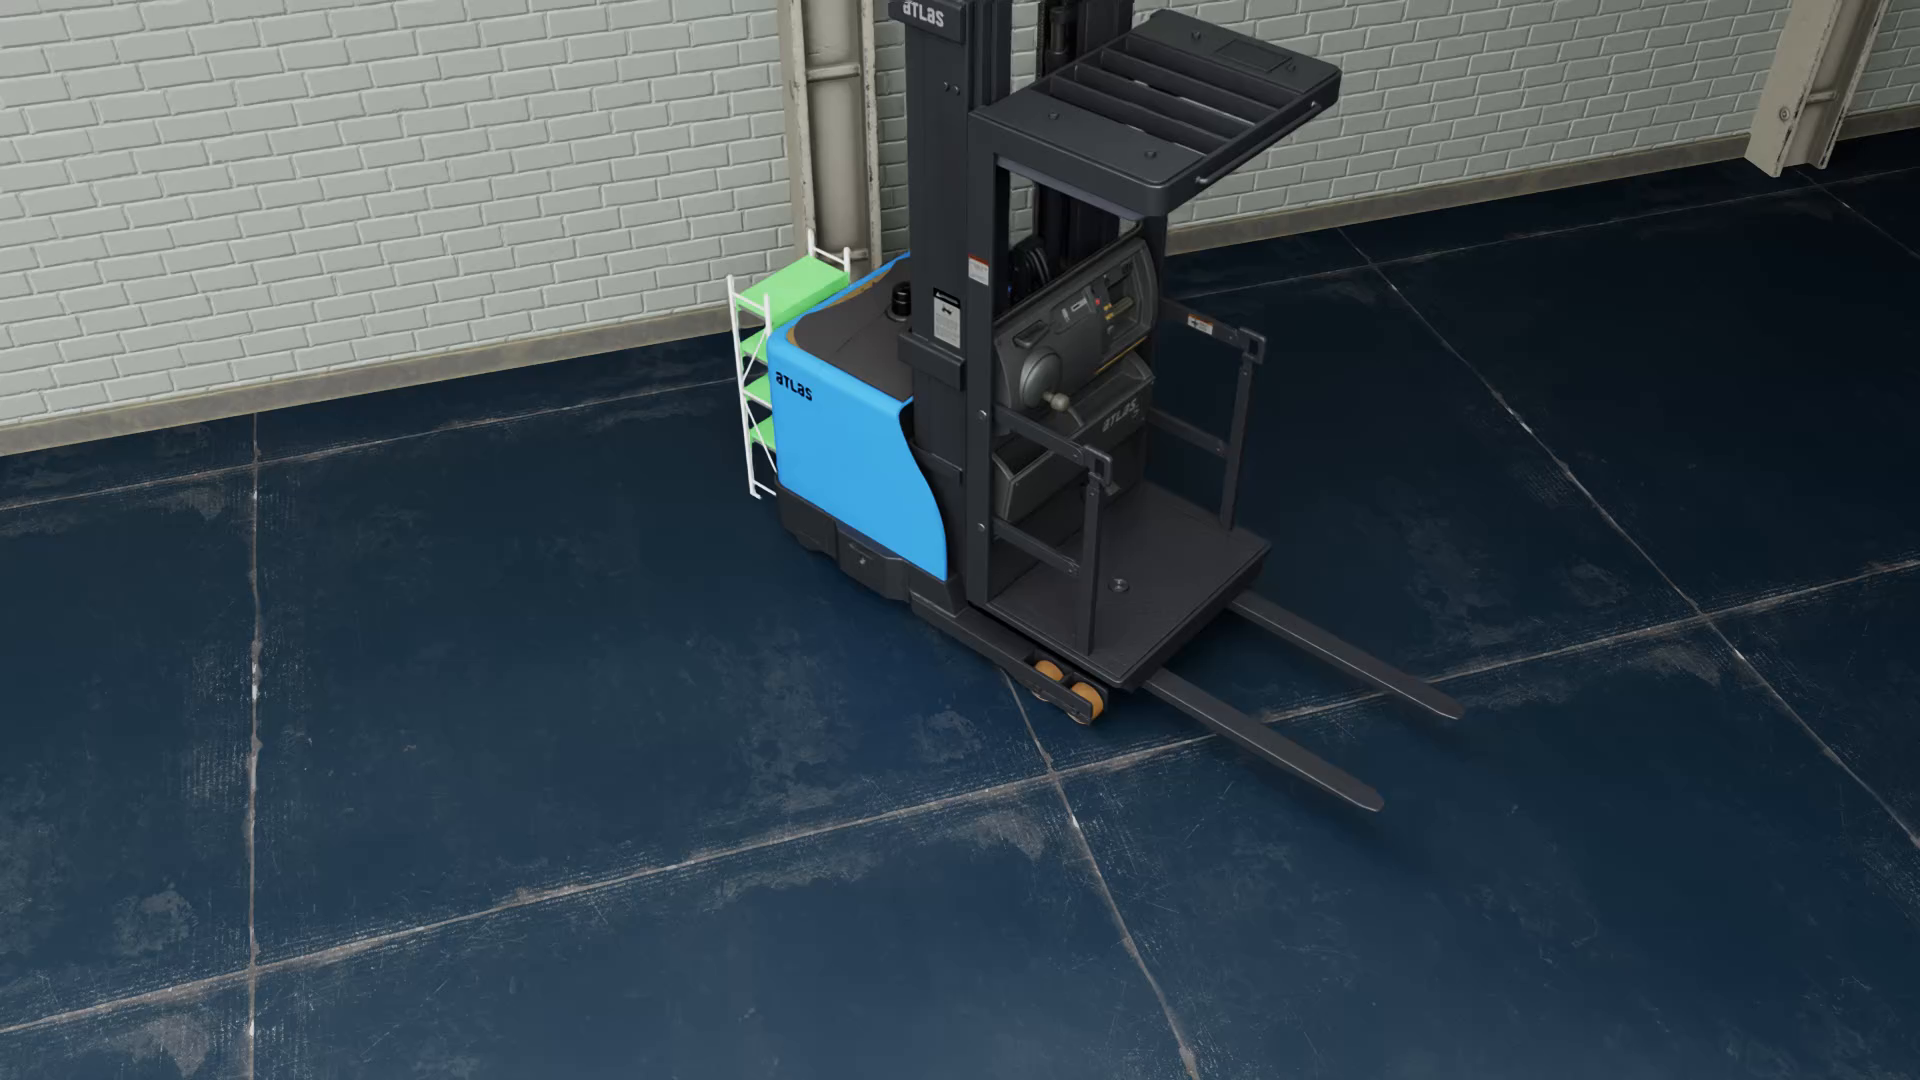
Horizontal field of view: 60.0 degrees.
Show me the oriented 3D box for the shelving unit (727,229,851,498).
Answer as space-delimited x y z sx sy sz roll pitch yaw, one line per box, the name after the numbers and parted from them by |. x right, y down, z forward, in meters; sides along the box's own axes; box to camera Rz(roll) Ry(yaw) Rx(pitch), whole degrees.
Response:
-0.736 -0.745 7.540 0.258 1.200 0.503 29 49 29 | shelving unit

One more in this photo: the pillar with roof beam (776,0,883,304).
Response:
0.662 -1.845 2.872 0.400 9.000 9.100 -12 42 -13 | pillar with roof beam

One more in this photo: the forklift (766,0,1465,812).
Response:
0.613 -0.754 6.235 3.031 2.935 1.130 30 49 30 | forklift

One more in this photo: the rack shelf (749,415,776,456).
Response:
-0.736 -0.516 7.740 0.258 0.148 0.480 29 49 29 | rack shelf

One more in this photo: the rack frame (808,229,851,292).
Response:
-0.577 -0.867 7.680 0.240 1.200 0.015 29 49 29 | rack frame

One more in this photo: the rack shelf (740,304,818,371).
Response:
-0.736 -0.877 7.424 0.258 0.148 0.480 29 49 29 | rack shelf

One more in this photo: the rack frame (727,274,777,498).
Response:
-0.894 -0.622 7.400 0.240 1.200 0.015 29 49 29 | rack frame

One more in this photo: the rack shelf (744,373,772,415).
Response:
-0.736 -0.697 7.582 0.258 0.148 0.480 29 49 29 | rack shelf

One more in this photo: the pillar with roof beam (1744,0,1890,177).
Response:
6.385 -3.031 4.229 0.400 9.000 9.100 -12 42 -13 | pillar with roof beam

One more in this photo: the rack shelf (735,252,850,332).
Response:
-0.736 -1.058 7.266 0.258 0.148 0.480 29 49 29 | rack shelf
